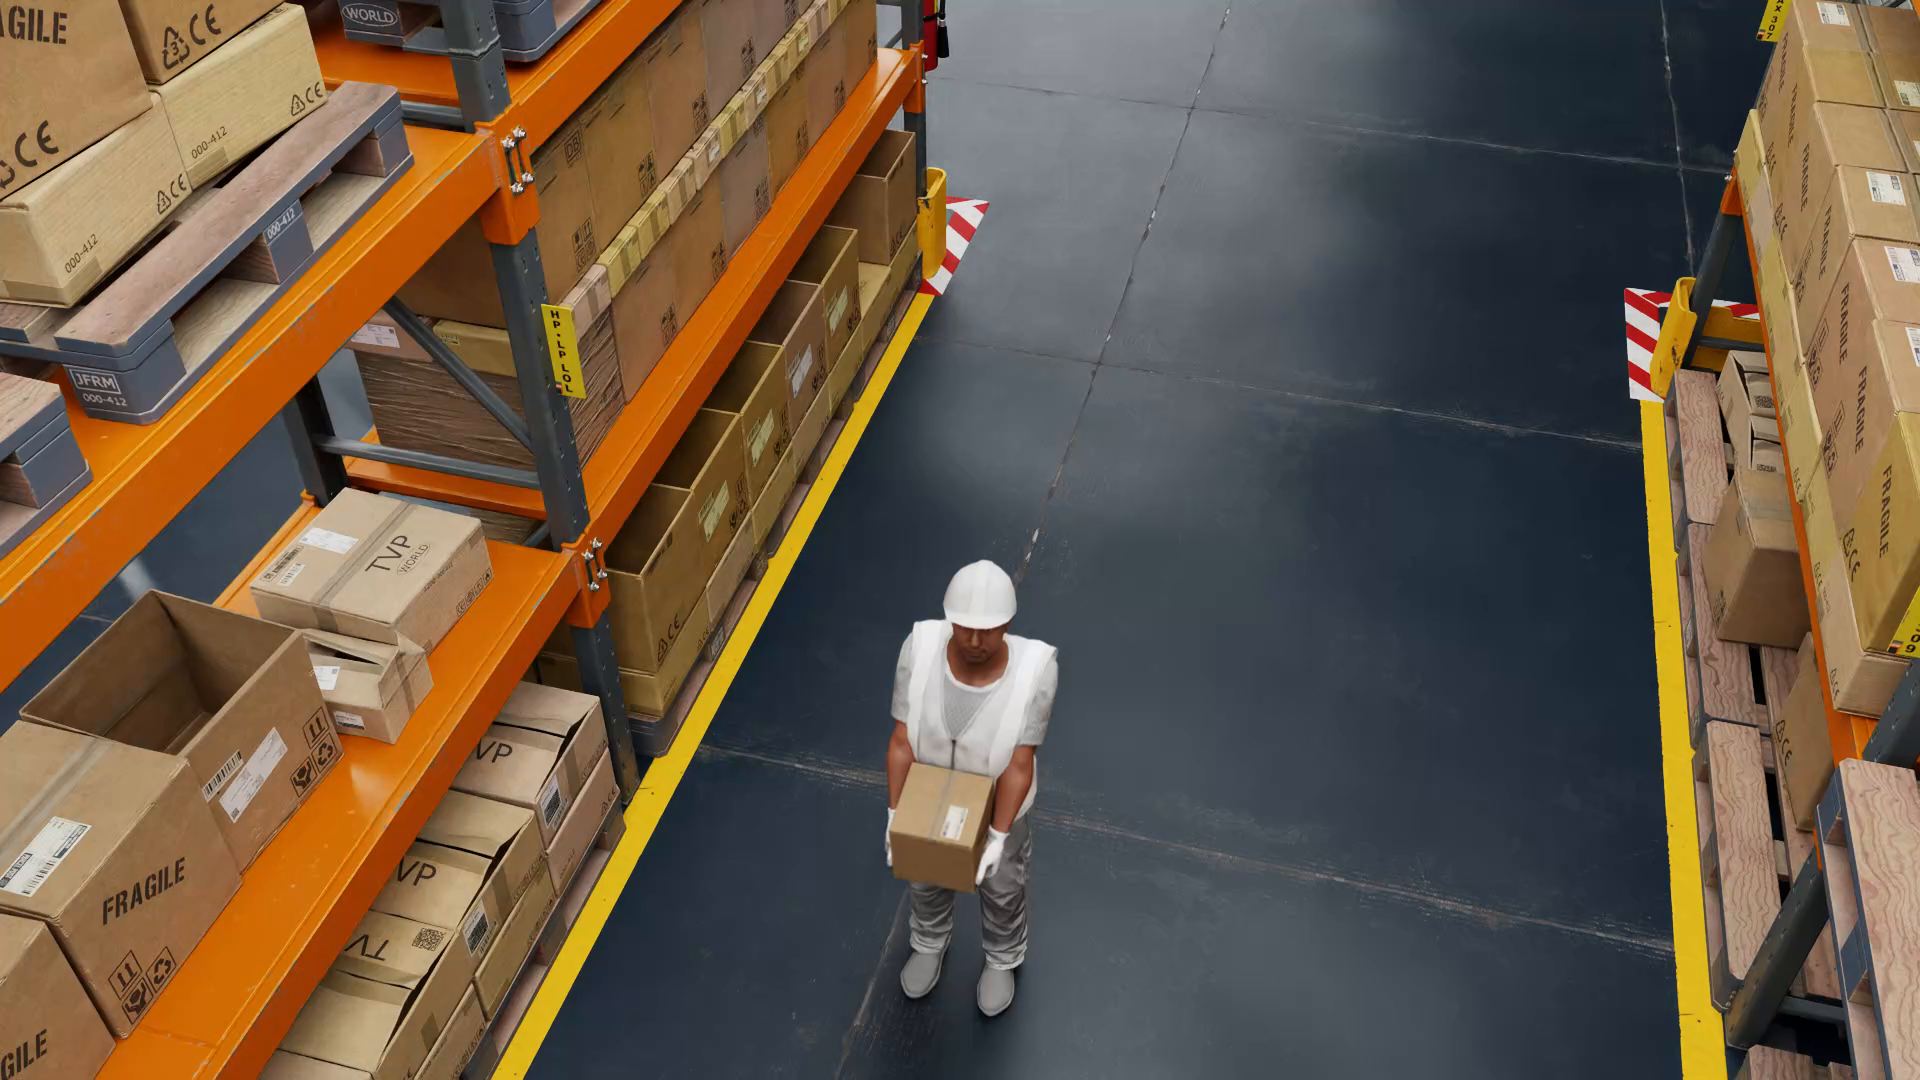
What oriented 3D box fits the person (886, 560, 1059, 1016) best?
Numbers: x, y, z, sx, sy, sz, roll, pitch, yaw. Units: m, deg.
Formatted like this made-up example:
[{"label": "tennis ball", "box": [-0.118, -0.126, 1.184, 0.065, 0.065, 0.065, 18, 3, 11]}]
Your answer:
[{"label": "person", "box": [0.010, 0.863, 5.142, 0.487, 1.779, 0.584, 10, 42, 11]}]
